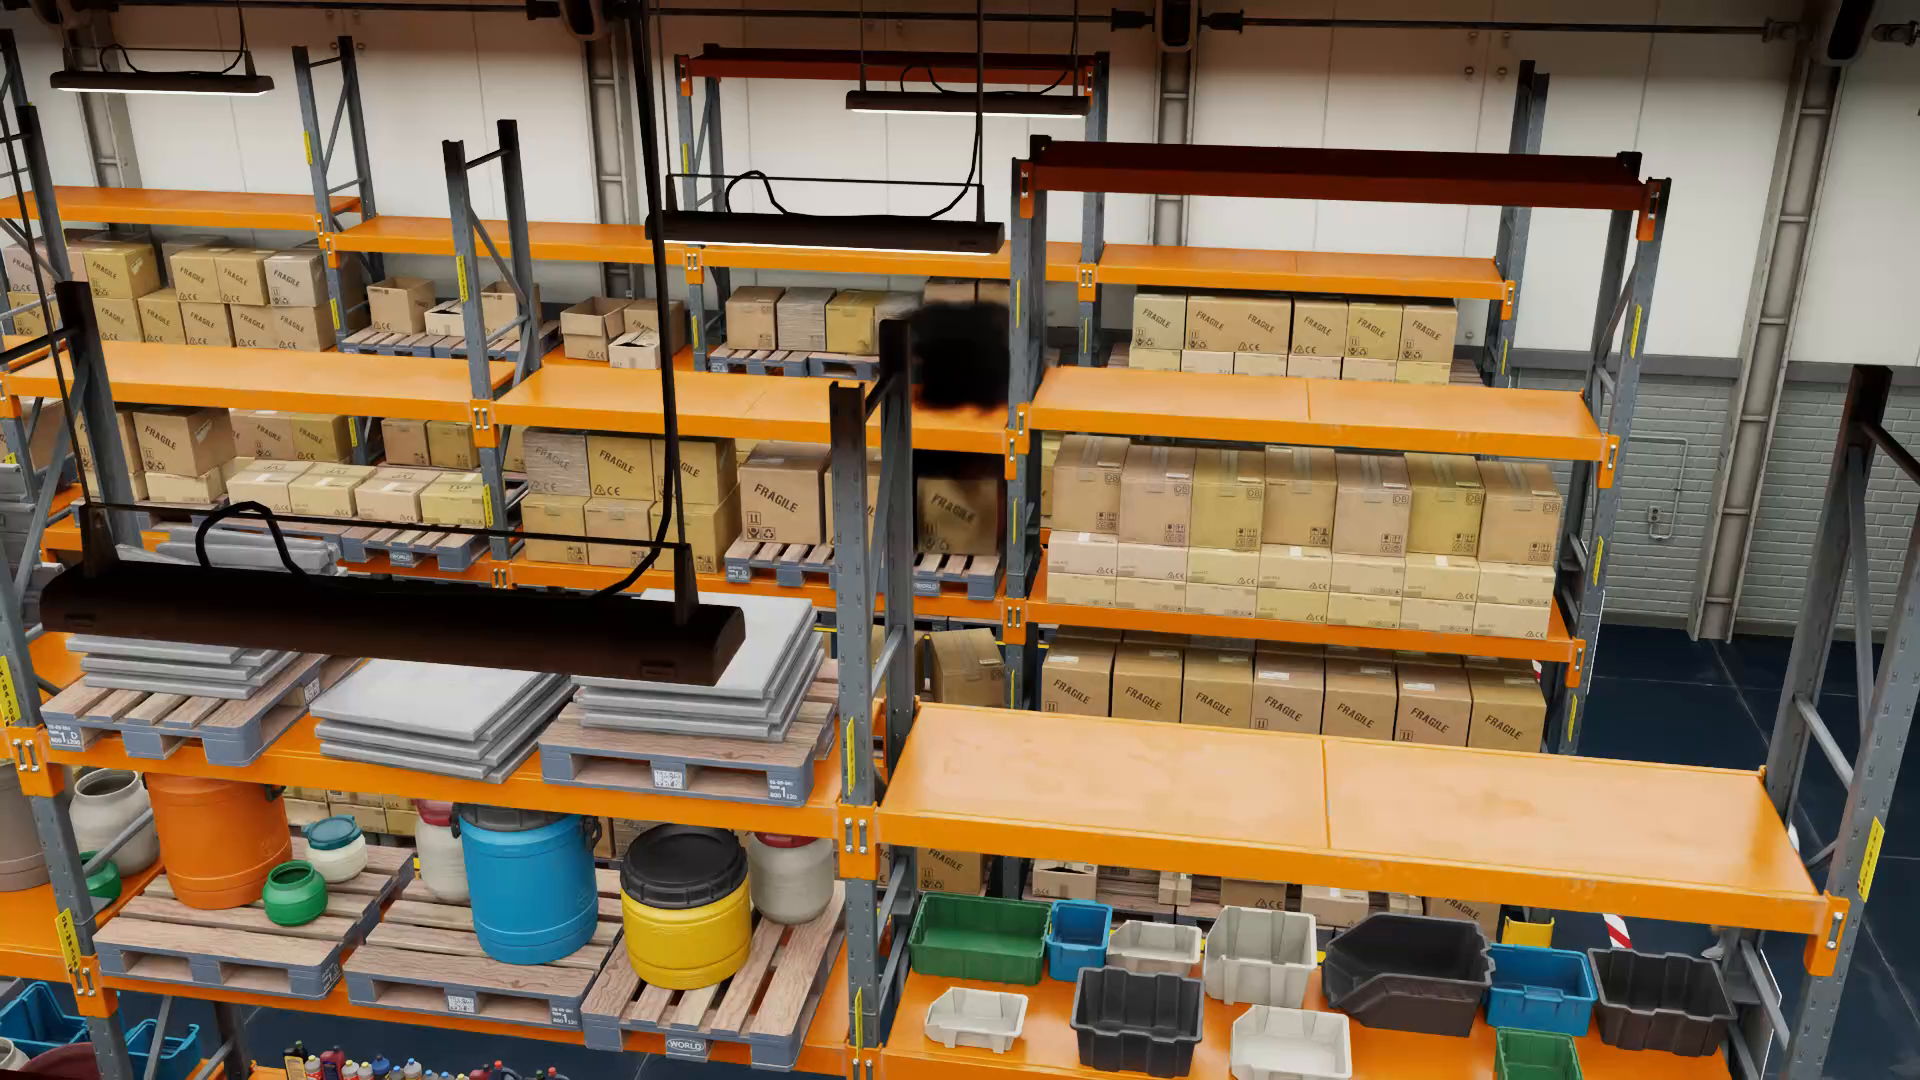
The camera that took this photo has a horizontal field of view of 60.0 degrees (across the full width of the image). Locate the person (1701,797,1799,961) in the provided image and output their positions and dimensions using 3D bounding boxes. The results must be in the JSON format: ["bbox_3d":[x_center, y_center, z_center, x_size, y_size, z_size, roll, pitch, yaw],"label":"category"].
[{"bbox_3d":[5.905,2.490,12.405,0.521,1.637,0.610,-13,26,-28],"label":"person"}]
